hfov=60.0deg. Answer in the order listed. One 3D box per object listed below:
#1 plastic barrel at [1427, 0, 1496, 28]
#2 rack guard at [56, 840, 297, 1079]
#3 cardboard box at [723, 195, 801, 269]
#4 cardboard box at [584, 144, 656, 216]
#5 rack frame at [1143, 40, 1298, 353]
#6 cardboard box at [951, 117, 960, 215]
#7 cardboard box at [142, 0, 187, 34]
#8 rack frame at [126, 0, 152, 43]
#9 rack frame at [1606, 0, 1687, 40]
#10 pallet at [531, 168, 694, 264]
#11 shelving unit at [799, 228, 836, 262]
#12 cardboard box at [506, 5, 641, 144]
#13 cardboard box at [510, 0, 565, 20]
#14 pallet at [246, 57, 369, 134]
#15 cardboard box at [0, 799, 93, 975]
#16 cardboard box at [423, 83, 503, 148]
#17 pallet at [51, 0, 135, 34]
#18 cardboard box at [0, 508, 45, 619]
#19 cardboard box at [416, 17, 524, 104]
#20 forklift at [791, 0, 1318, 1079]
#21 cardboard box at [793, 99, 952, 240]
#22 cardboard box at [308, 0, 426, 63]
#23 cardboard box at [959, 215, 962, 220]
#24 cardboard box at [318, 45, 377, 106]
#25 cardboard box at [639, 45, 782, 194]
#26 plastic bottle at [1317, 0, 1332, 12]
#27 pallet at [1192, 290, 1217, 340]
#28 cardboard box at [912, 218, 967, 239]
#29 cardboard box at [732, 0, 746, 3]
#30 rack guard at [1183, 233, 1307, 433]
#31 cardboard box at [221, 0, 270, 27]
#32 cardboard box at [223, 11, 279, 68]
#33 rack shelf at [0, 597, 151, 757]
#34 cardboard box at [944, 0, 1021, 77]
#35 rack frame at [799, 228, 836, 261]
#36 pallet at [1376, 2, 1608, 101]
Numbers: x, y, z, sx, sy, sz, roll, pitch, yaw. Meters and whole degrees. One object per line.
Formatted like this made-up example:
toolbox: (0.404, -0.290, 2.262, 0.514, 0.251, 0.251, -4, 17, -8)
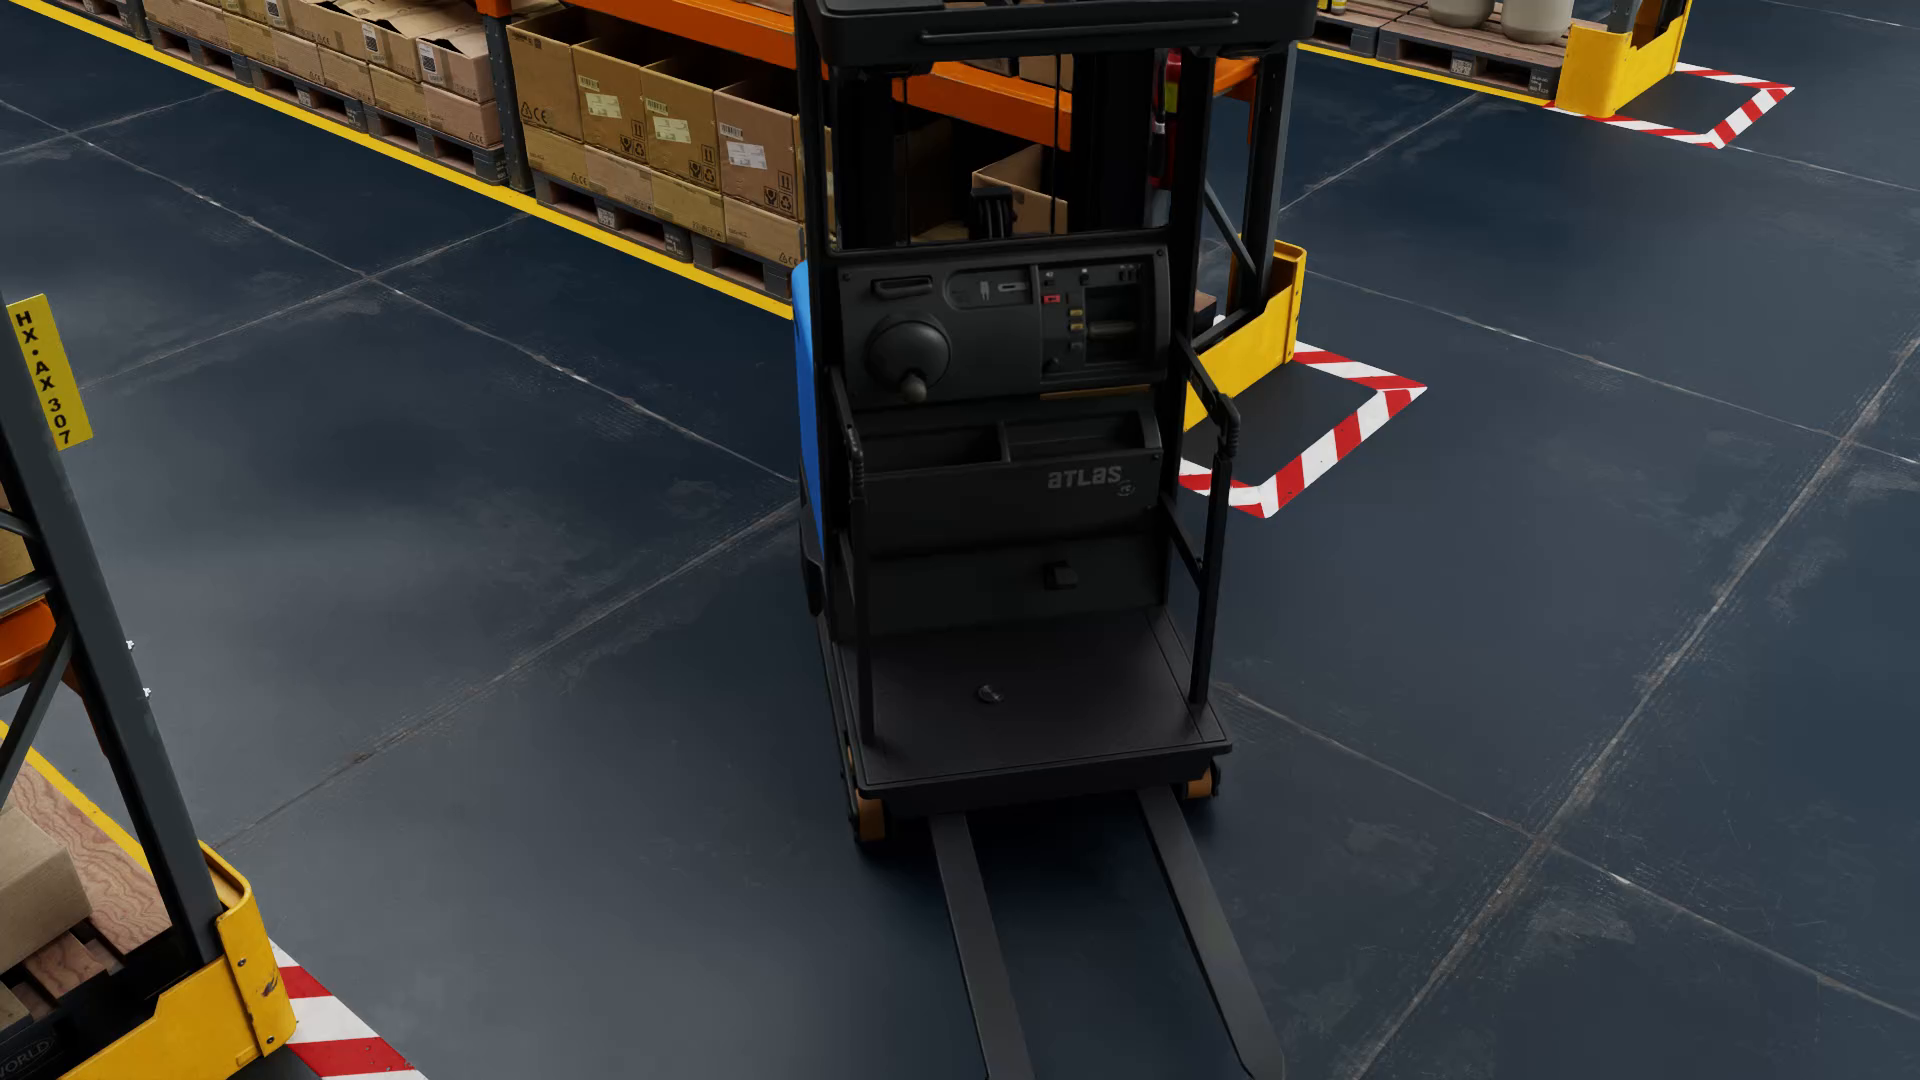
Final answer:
plastic barrel: (3.230, -3.578, 10.637, 0.421, 0.512, 0.421, 0, 34, 0)
rack guard: (-2.227, 1.270, 3.960, 0.348, 0.500, 1.175, 25, 42, 32)
cardboard box: (-0.764, -1.533, 7.891, 0.500, 0.250, 0.500, 25, 42, 32)
cardboard box: (-1.533, -1.895, 8.418, 0.500, 0.250, 0.500, 25, 42, 32)
rack frame: (0.998, -1.890, 6.352, 0.127, 3.000, 1.000, 25, 42, 32)
cardboard box: (-0.050, -1.885, 7.741, 0.500, 0.500, 0.500, 25, 42, 32)
cardboard box: (-4.936, -3.510, 10.769, 0.500, 0.250, 0.500, 25, 42, 32)
rack frame: (-5.150, -4.787, 10.571, 0.127, 3.000, 1.000, 25, 42, 32)
rack frame: (4.170, -4.043, 9.488, 0.127, 3.000, 1.000, 25, 42, 32)
pallet: (-1.492, -1.883, 8.805, 1.213, 0.211, 1.003, 25, 42, 32)
shelving unit: (-0.446, -0.657, 6.279, 0.215, 1.050, 0.252, -13, 37, -18)
cardboard box: (-1.920, -2.383, 8.466, 0.500, 0.500, 0.500, 25, 42, 32)
cardboard box: (-2.235, -2.867, 9.338, 0.500, 0.311, 0.500, 25, 42, 32)
pallet: (-3.609, -2.881, 10.258, 1.213, 0.211, 1.003, 25, 42, 32)
cardboard box: (-2.643, 0.904, 4.270, 0.500, 0.311, 0.500, 20, 39, 27)
cardboard box: (-2.580, -2.402, 9.156, 0.500, 0.250, 0.500, 25, 42, 31)
pallet: (-5.700, -3.925, 11.779, 1.213, 0.211, 1.003, 25, 42, 32)
cardboard box: (-2.341, 0.006, 3.707, 0.500, 0.250, 0.500, 24, 41, 31)
cardboard box: (-2.571, -2.631, 8.994, 0.500, 0.311, 0.500, 25, 42, 32)
forklift: (0.171, -0.539, 4.445, 1.130, 2.935, 3.031, -6, 35, -9)
cardboard box: (-0.383, -1.659, 7.412, 0.500, 0.500, 0.500, 25, 42, 32)
cardboard box: (-3.357, -2.999, 9.530, 0.500, 0.311, 0.500, 25, 42, 32)
cardboard box: (0.341, -1.400, 7.697, 0.500, 0.250, 0.500, 25, 42, 32)
cardboard box: (-3.361, -2.771, 9.694, 0.500, 0.250, 0.500, 26, 42, 33)
cardboard box: (-1.152, -2.021, 7.939, 0.500, 0.500, 0.500, 25, 42, 32)
plastic bottle: (2.377, -3.614, 10.873, 0.133, 0.283, 0.061, 26, 42, 33)
pallet: (0.383, -0.999, 7.518, 1.213, 0.211, 1.003, 25, 42, 32)
cardboard box: (0.005, -1.171, 7.363, 0.500, 0.250, 0.500, 25, 42, 32)
cardboard box: (-0.939, -2.850, 7.662, 0.500, 0.500, 0.700, 26, 42, 32)
rack guard: (1.016, -0.851, 7.047, 0.348, 0.500, 1.175, 25, 42, 32)
cardboard box: (-4.136, -3.368, 10.068, 0.500, 0.311, 0.500, 24, 41, 31)
cardboard box: (-4.145, -3.142, 10.234, 0.500, 0.250, 0.500, 24, 41, 31)
rack shelf: (-3.706, -0.161, 4.470, 4.000, 0.370, 1.077, 25, 42, 32)
cardboard box: (0.241, -2.294, 6.852, 0.500, 0.500, 0.700, 26, 42, 33)
rack frame: (-0.492, -0.721, 6.372, 0.200, 1.050, 0.008, -13, 37, -18)
pallet: (3.461, -3.198, 10.720, 1.213, 0.211, 1.003, 25, 42, 32)
